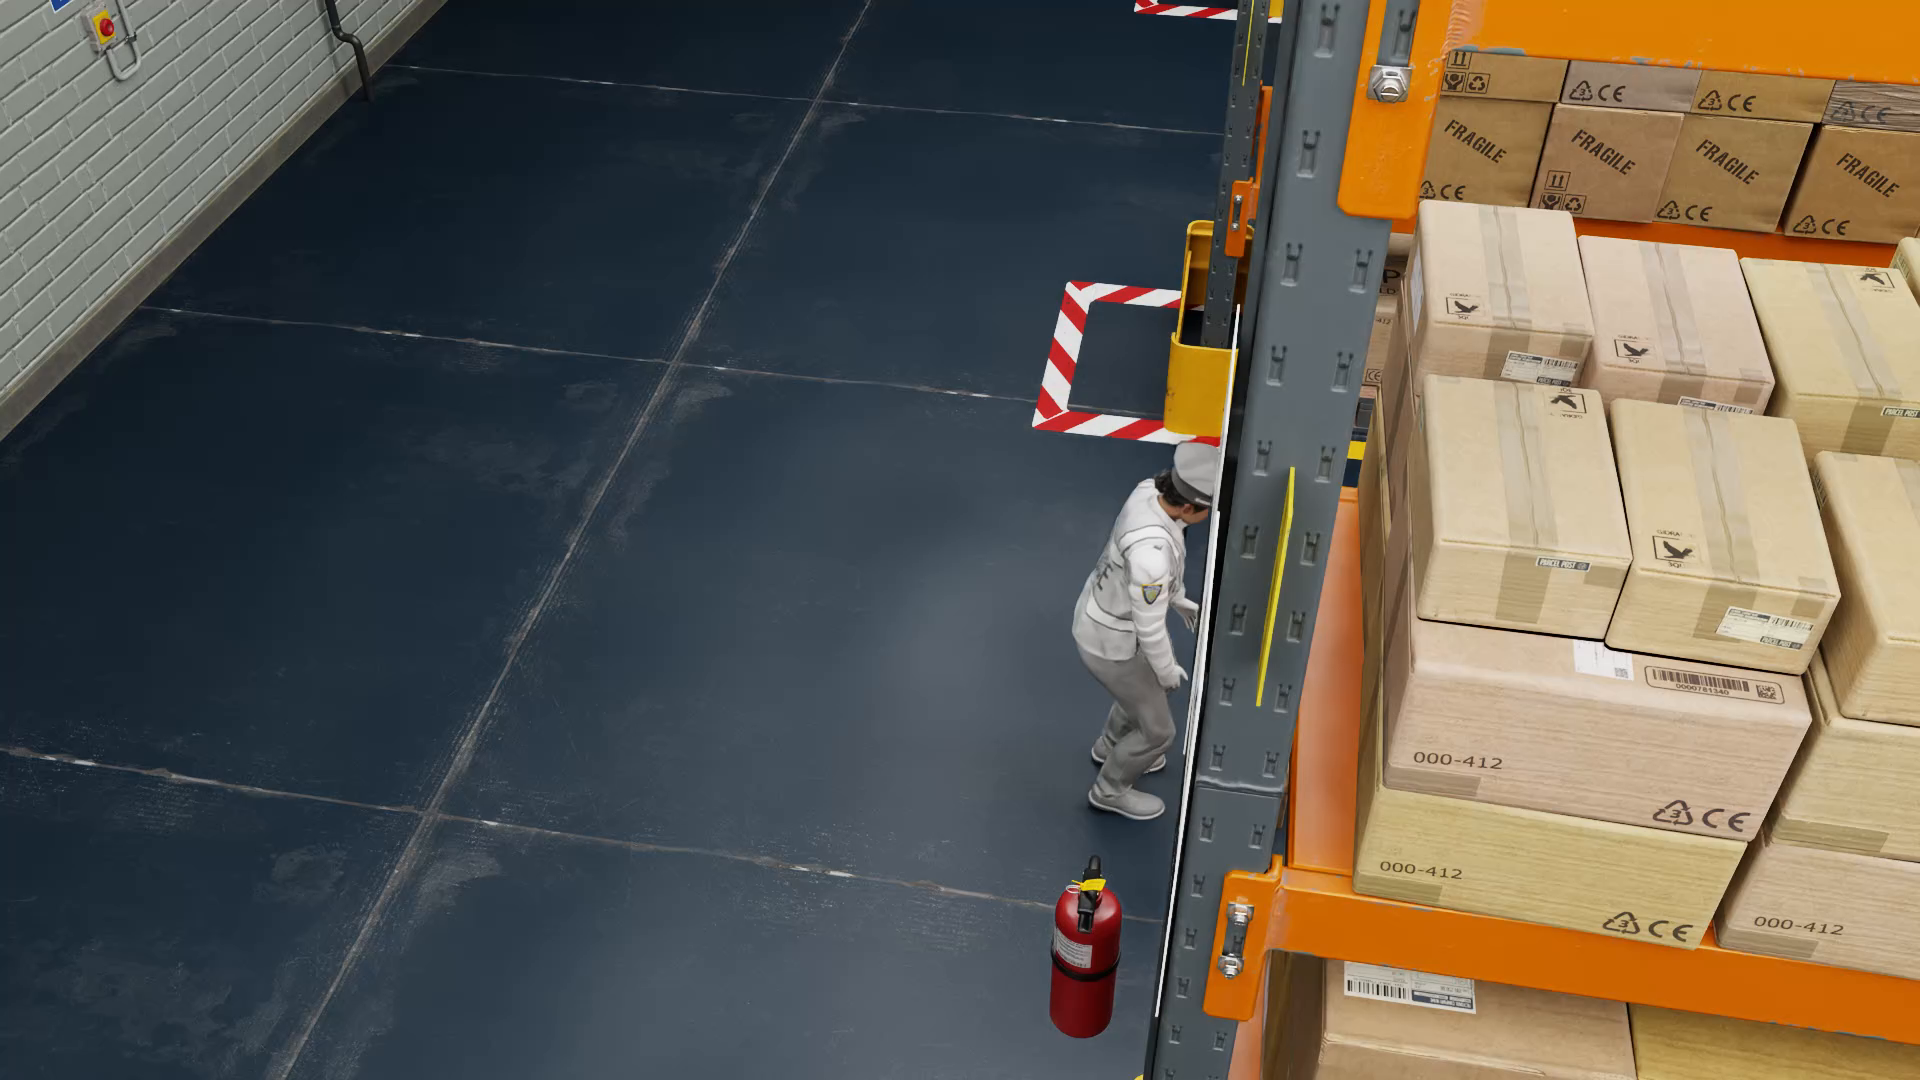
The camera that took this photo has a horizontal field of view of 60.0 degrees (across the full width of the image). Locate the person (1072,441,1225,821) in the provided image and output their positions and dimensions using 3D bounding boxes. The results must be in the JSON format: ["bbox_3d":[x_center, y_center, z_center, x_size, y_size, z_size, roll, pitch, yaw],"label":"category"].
[{"bbox_3d":[0.663,0.318,5.866,0.526,1.576,0.516,7,41,9],"label":"person"}]
